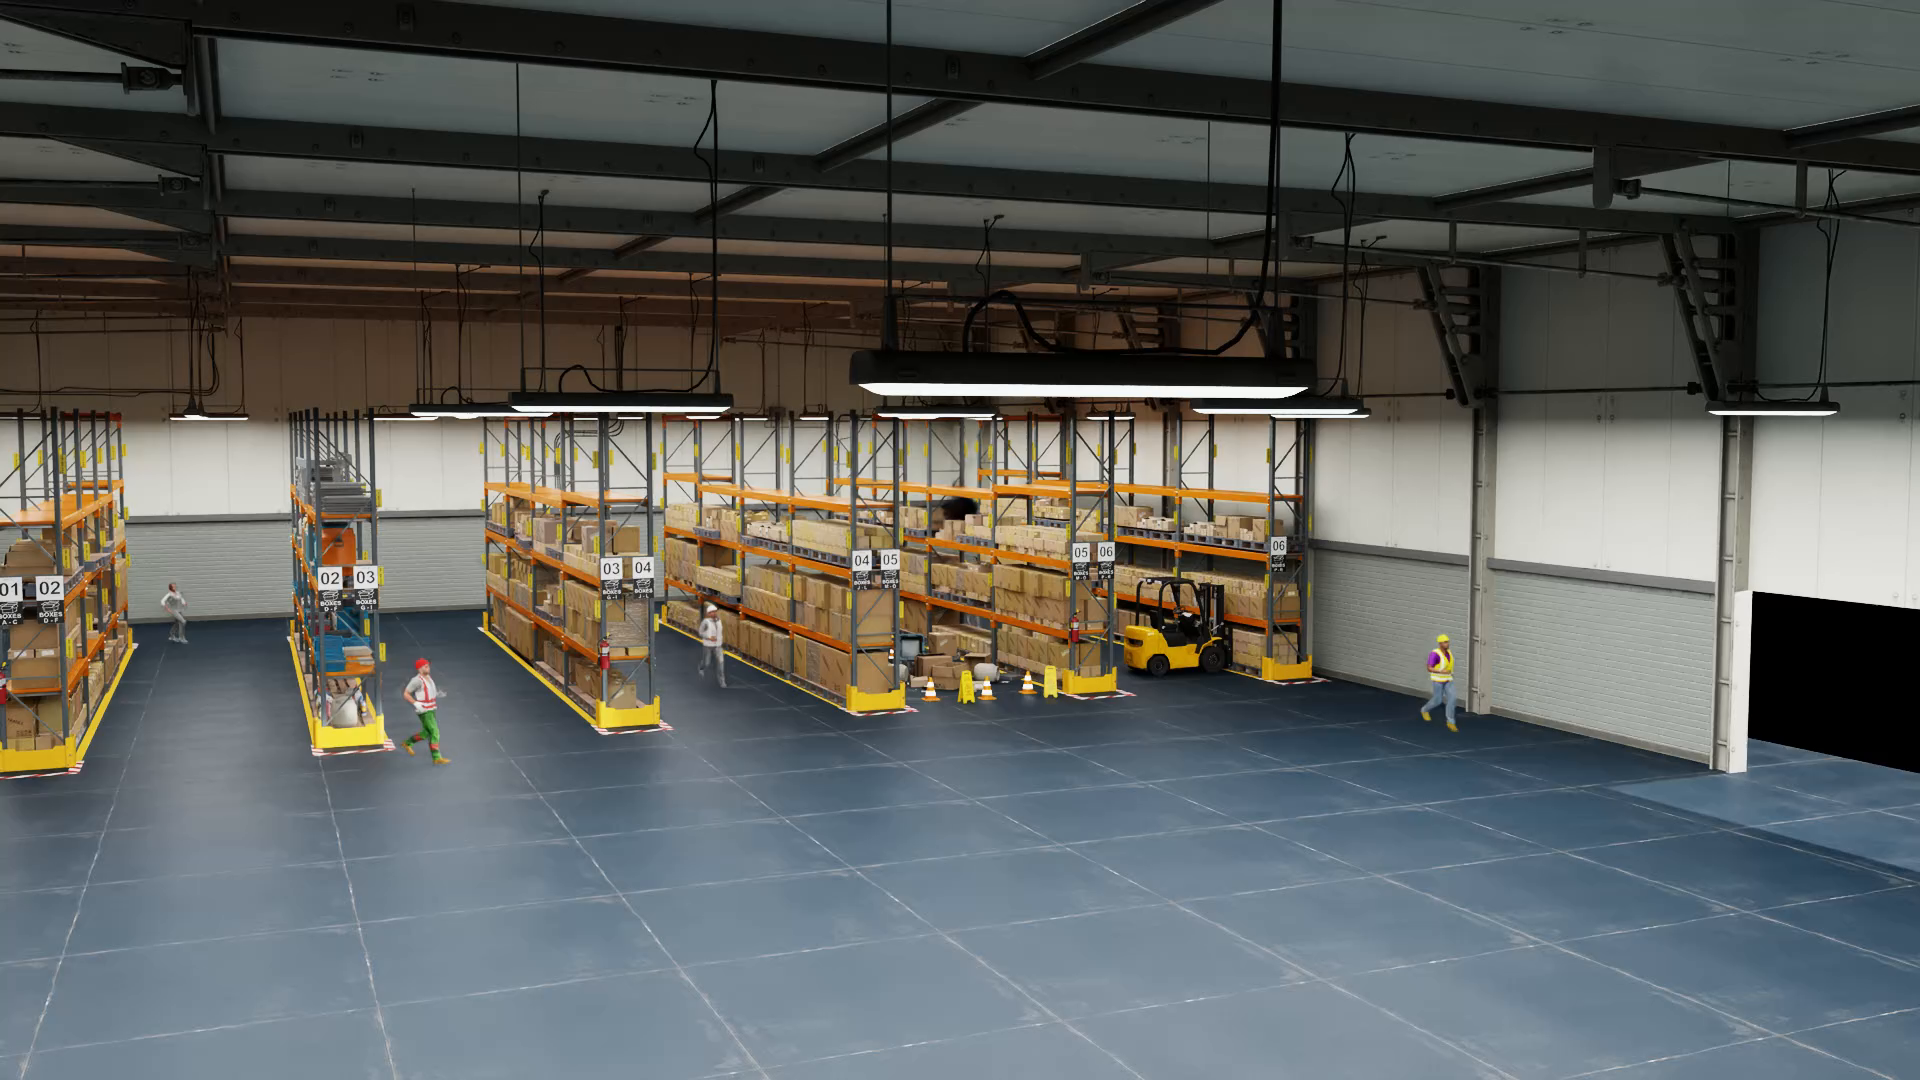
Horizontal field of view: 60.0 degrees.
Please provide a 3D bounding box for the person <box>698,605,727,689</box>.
[{"bbox_3d":[-5.434,2.309,36.328,0.629,1.776,1.126,-2,5,-32],"label":"person"}]

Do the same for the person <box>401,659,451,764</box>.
[{"bbox_3d":[-9.016,2.876,27.982,0.923,1.766,0.669,1,4,9],"label":"person"}]

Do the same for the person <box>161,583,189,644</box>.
[{"bbox_3d":[-20.409,1.912,43.241,0.643,1.614,0.596,1,4,10],"label":"person"}]

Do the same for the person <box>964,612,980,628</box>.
[{"bbox_3d":[0.331,1.716,45.020,0.596,1.740,0.720,-2,4,-26],"label":"person"}]

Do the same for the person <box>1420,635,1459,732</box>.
[{"bbox_3d":[9.020,2.672,31.229,0.731,1.811,0.938,-2,5,-31],"label":"person"}]
